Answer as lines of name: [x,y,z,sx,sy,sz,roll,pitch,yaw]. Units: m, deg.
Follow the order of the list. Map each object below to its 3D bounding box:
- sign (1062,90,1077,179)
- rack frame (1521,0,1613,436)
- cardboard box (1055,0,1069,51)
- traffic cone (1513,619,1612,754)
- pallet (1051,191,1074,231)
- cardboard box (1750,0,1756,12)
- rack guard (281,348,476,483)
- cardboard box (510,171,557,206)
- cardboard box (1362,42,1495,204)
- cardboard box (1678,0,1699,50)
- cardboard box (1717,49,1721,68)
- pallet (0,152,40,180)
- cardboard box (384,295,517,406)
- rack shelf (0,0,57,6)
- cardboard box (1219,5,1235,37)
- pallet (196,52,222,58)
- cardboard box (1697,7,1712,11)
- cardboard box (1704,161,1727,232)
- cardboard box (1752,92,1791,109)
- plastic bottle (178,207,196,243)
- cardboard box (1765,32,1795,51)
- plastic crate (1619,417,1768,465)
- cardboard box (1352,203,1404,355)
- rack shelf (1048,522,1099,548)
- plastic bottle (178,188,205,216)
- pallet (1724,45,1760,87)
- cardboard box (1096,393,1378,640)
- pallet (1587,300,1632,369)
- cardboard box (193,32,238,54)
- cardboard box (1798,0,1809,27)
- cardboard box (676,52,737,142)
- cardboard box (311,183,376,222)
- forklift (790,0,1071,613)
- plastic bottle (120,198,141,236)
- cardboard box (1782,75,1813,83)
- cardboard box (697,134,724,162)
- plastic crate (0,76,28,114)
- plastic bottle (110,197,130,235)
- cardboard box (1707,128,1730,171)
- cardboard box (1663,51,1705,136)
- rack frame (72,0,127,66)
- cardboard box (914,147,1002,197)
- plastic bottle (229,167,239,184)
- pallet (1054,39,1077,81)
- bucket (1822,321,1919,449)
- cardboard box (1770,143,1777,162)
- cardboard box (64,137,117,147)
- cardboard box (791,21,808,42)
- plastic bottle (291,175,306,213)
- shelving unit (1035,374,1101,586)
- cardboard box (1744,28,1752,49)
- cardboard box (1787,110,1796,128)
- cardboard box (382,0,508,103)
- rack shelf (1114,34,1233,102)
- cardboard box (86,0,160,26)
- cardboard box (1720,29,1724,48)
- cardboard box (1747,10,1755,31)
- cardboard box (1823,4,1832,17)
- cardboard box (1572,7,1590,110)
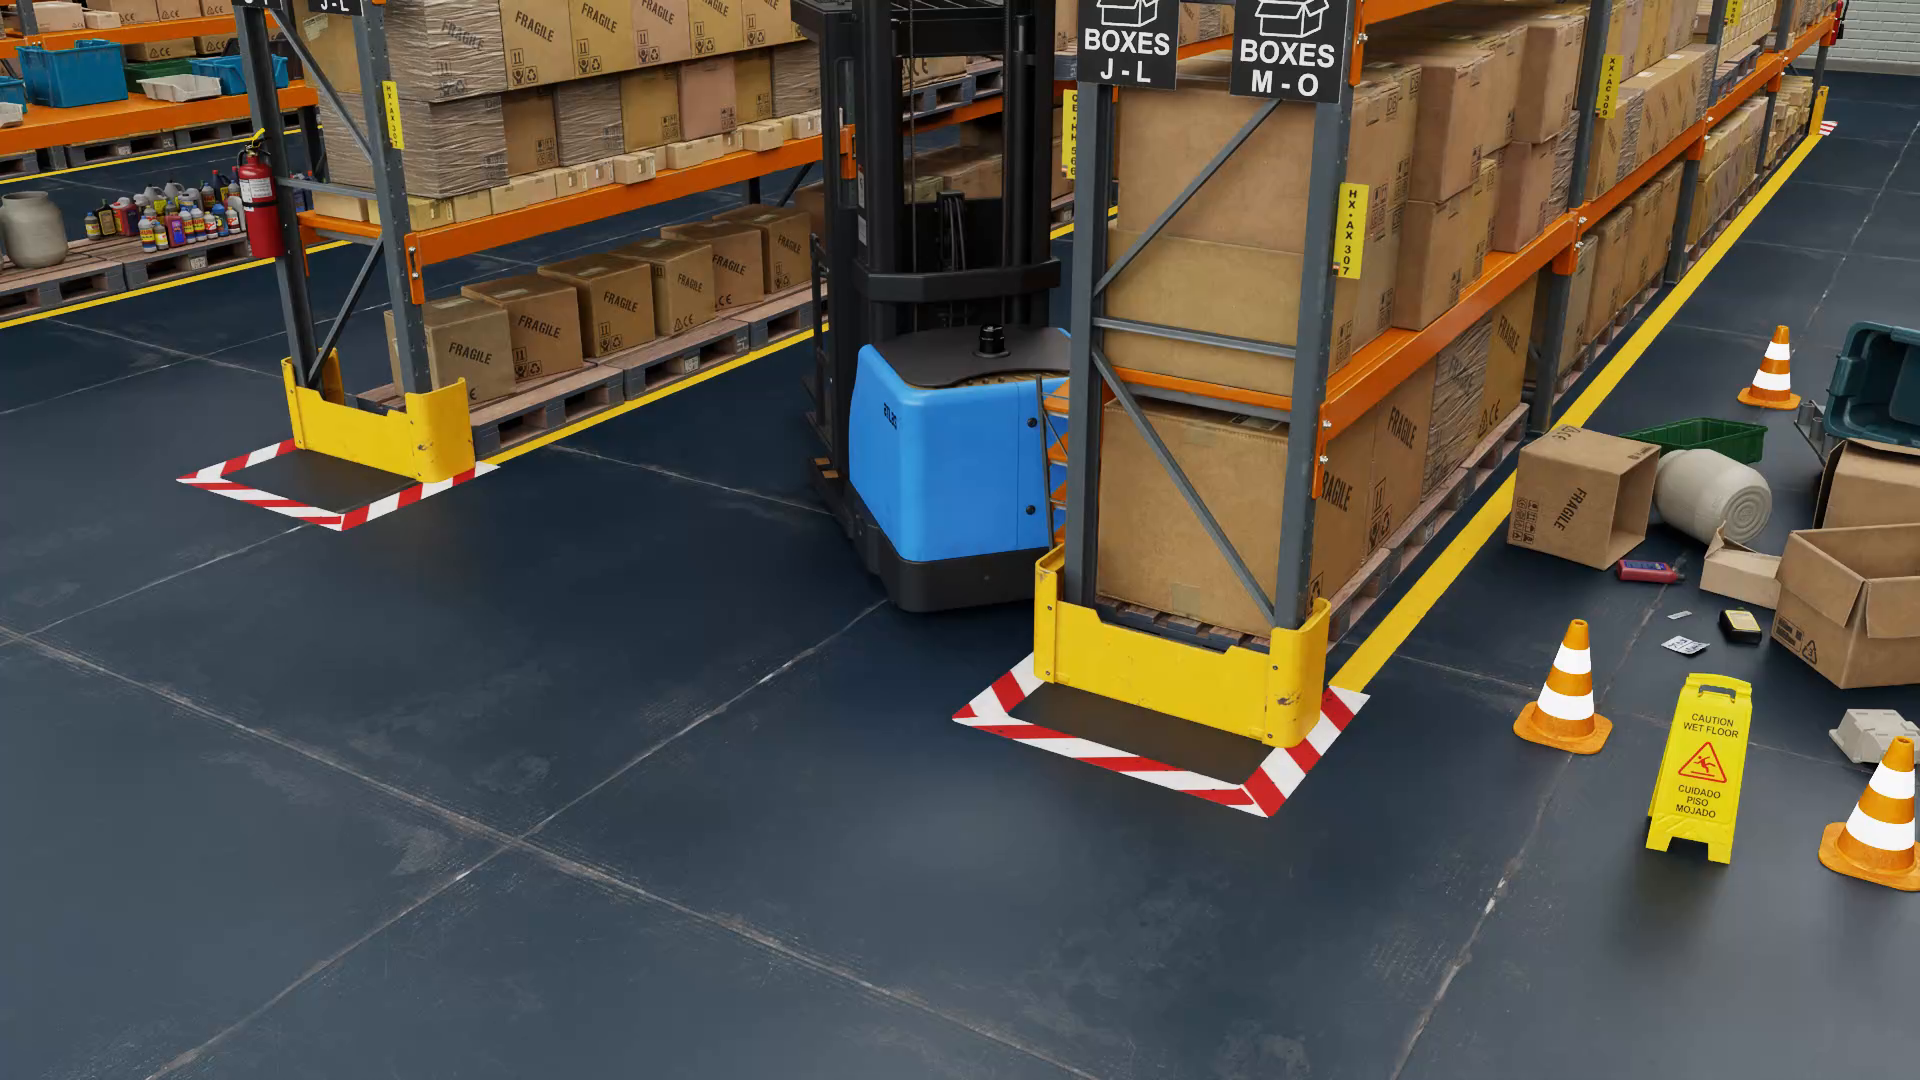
sign: [0.429,-1.512,6.211,0.100,0.325,0.005,14,27,29]
rack frame: [2.992,-2.104,9.334,1.000,3.000,0.127,14,27,29]
cardboard box: [0.481,-4.366,13.905,0.700,0.500,0.500,19,30,37]
traffic cone: [2.369,0.529,6.446,0.336,0.463,0.334,14,27,29]
pallet: [0.528,-2.984,14.877,1.003,0.211,1.213,14,27,29]
cardboard box: [6.478,-4.538,13.996,0.380,0.149,0.250,13,26,27]
rack guard: [-3.238,-0.706,9.251,1.175,0.500,0.348,14,27,29]
cardboard box: [-2.518,-2.008,9.430,0.380,0.149,0.250,14,27,29]
cardboard box: [1.734,-1.801,7.085,0.875,0.550,0.550,14,27,29]
cardboard box: [4.857,-3.809,11.888,0.700,0.500,0.500,14,27,29]
cardboard box: [5.651,-3.730,12.879,0.380,0.149,0.250,15,28,31]
pallet: [-10.037,-3.715,16.566,1.003,0.211,1.213,14,27,29]
cardboard box: [-2.935,-1.080,9.587,0.500,0.500,0.500,20,30,38]
rack shelf: [-12.738,-6.636,20.709,1.077,0.370,4.000,14,27,29]
cardboard box: [2.500,-5.365,16.741,0.500,0.500,0.500,14,27,28]
pallet: [-10.558,-7.022,24.205,1.003,0.211,1.213,14,27,29]
cardboard box: [5.650,-4.011,12.778,0.380,0.149,0.250,13,27,28]
cardboard box: [5.954,-2.855,13.687,0.500,0.500,0.500,14,27,30]
cardboard box: [8.416,-4.556,17.310,0.380,0.149,0.250,14,27,29]
plastic bottle: [-6.084,-2.477,13.077,0.097,0.271,0.097,0,23,0]
cardboard box: [7.640,-4.715,15.683,0.380,0.149,0.250,15,28,31]
plastic crate: [4.014,-0.506,9.111,0.662,0.188,0.450,-12,16,-26]
cardboard box: [1.311,-1.147,6.936,0.875,0.550,0.550,14,27,29]
rack shelf: [0.626,-0.048,7.415,0.258,0.148,0.480,14,38,29]
plastic bottle: [-6.339,-2.752,13.706,0.152,0.276,0.135,14,27,29]
pallet: [6.112,-4.042,14.053,1.003,0.211,1.213,14,27,29]
cardboard box: [1.184,-0.214,7.114,0.875,0.875,0.875,14,27,29]
pallet: [3.978,-1.514,11.481,1.003,0.211,1.213,14,27,29]
cardboard box: [-10.716,-7.362,23.659,0.750,0.750,0.750,14,27,29]
cardboard box: [7.942,-5.269,16.145,0.500,0.500,0.500,14,27,29]
cardboard box: [-1.930,-2.869,10.602,0.875,0.500,0.500,14,27,29]
cardboard box: [-3.303,-1.851,9.067,0.380,0.149,0.250,14,27,29]
forklift: [-0.181,-1.584,8.220,1.130,2.935,3.031,-7,24,-15]
plastic bottle: [-6.643,-2.589,13.321,0.061,0.283,0.133,14,27,29]
cardboard box: [9.258,-5.079,18.519,0.380,0.149,0.250,14,27,30]
cardboard box: [-1.733,-2.516,10.603,0.380,0.149,0.250,14,27,29]
plastic crate: [-7.129,-3.246,12.161,0.499,0.251,0.408,14,27,29]
plastic bottle: [-6.733,-2.608,13.373,0.152,0.276,0.135,14,27,29]
cardboard box: [5.939,-3.197,13.532,0.500,0.250,0.500,13,27,28]
cardboard box: [4.829,-3.123,11.563,0.500,0.500,0.500,14,27,29]
rack frame: [-11.683,-7.641,22.125,1.000,3.000,0.127,14,27,29]
cardboard box: [0.030,-2.969,13.925,0.700,0.500,0.500,16,28,33]
plastic bottle: [-6.154,-3.016,14.221,0.144,0.351,0.185,15,27,30]
pallet: [0.656,-4.176,14.363,1.213,0.211,1.003,14,27,29]
bucket: [4.879,-0.770,8.460,0.620,0.611,0.726,-6,22,-39]
cardboard box: [7.818,-3.833,16.389,0.380,0.149,0.250,15,27,30]
cardboard box: [-9.159,-4.269,17.269,0.500,0.250,0.500,13,27,28]
cardboard box: [-1.172,-3.609,11.052,0.500,0.500,0.500,14,27,29]
plastic bottle: [-5.572,-2.859,13.859,0.144,0.351,0.185,12,26,26]
shelving unit: [0.601,-0.271,7.272,0.258,1.200,0.503,14,38,29]
cardboard box: [6.486,-4.265,14.114,0.380,0.149,0.250,15,28,31]
cardboard box: [8.479,-4.402,17.328,0.380,0.149,0.250,14,27,29]
cardboard box: [-2.757,-2.597,8.714,0.500,0.500,0.500,14,27,29]
rack shelf: [1.997,-4.872,16.634,1.077,0.370,4.000,14,27,29]
cardboard box: [-8.885,-5.734,17.593,0.500,0.500,0.500,16,28,33]
cardboard box: [5.669,-3.881,12.852,0.380,0.149,0.250,15,28,31]
cardboard box: [6.478,-4.396,14.043,0.380,0.149,0.250,14,27,29]
cardboard box: [9.390,-5.869,18.348,0.380,0.149,0.250,14,27,29]
cardboard box: [3.249,-2.777,9.505,0.700,0.500,0.500,13,27,28]
